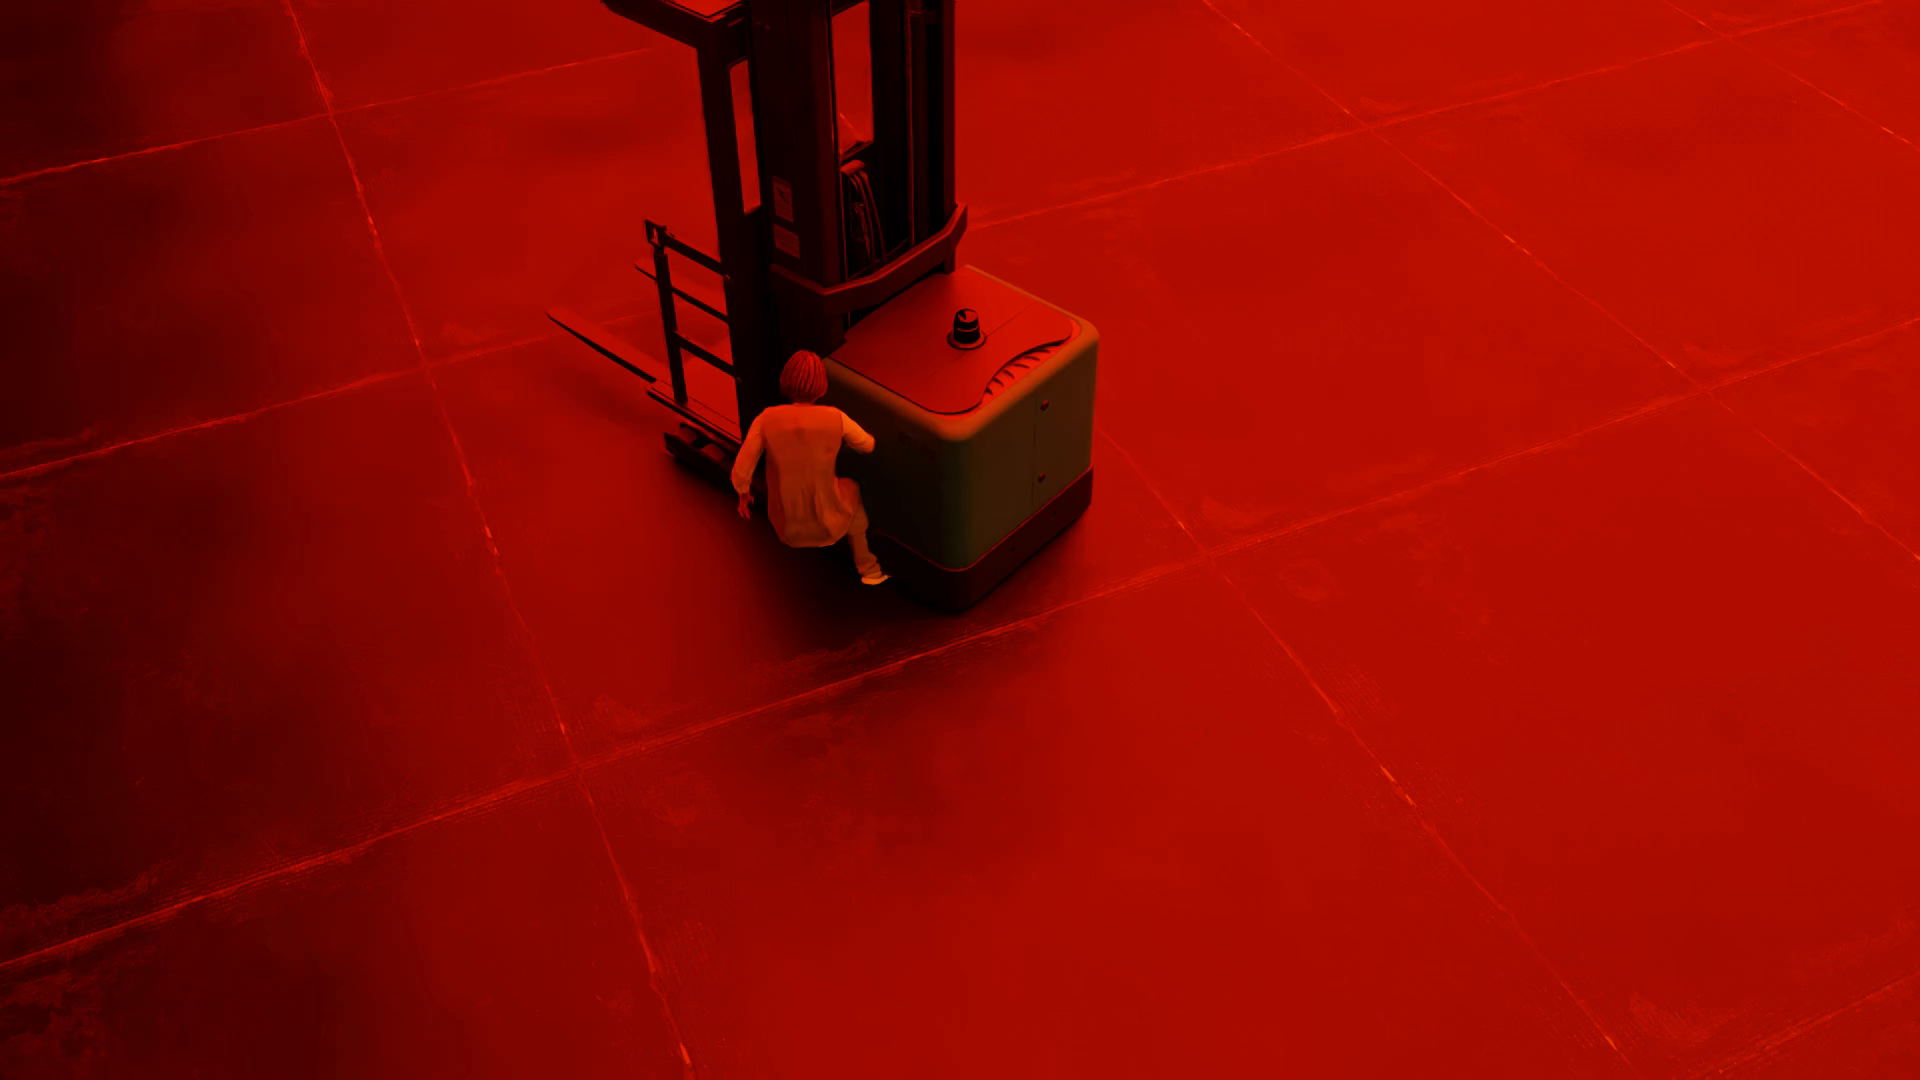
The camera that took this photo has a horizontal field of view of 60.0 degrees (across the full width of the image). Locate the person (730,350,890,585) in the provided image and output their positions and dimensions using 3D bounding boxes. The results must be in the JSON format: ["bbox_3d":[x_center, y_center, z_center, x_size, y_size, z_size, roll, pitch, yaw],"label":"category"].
[{"bbox_3d":[-0.631,-0.299,7.213,0.667,1.385,0.805,-2,43,-2],"label":"person"}]

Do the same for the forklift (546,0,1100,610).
[{"bbox_3d":[-0.822,-1.621,7.417,3.031,2.935,1.130,30,51,28],"label":"forklift"}]
